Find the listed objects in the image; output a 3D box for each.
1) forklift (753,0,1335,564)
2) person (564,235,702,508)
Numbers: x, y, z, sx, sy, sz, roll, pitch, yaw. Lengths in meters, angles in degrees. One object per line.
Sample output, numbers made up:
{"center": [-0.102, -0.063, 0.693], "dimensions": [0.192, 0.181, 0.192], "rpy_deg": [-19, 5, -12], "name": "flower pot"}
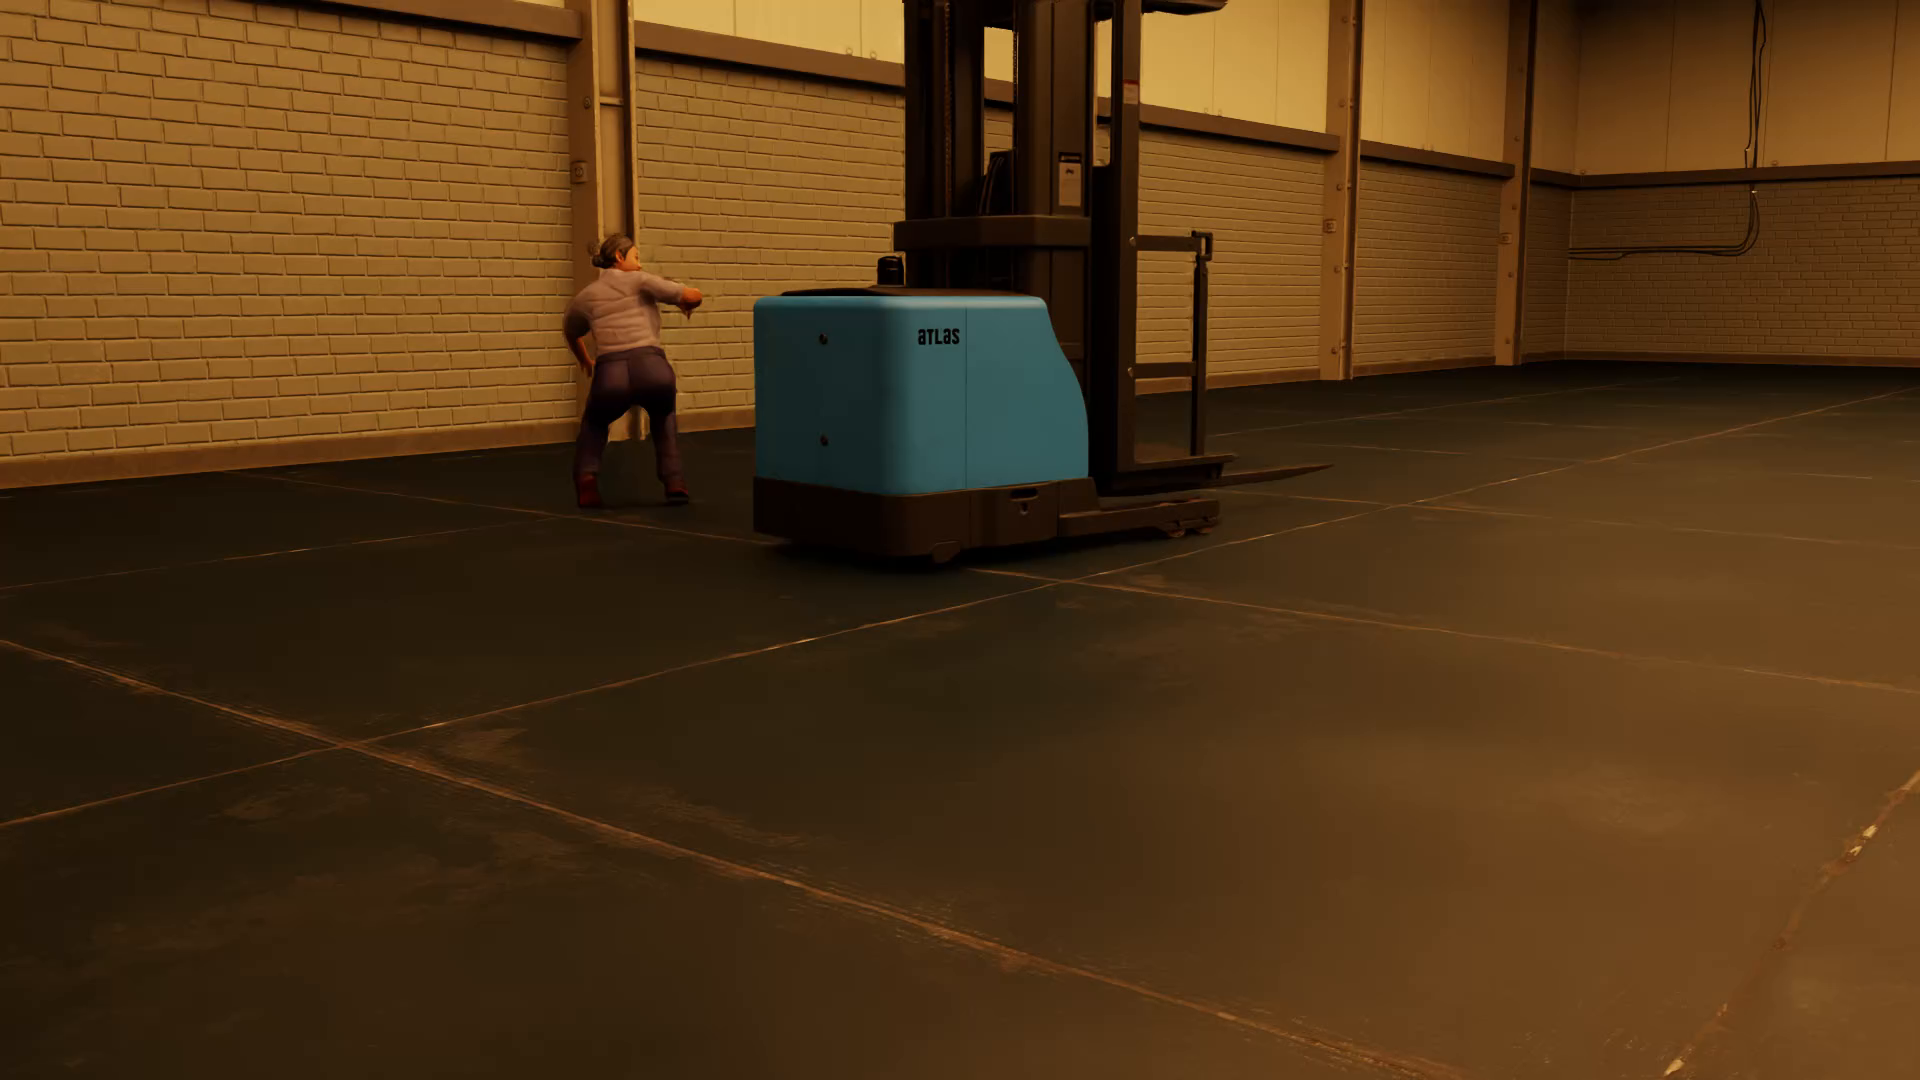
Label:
{"center": [0.555, -1.508, 7.586], "dimensions": [3.031, 2.935, 1.130], "rpy_deg": [-7, 11, -40], "name": "forklift"}
{"center": [-1.684, -0.859, 8.612], "dimensions": [0.739, 1.390, 0.882], "rpy_deg": [-1, 8, -4], "name": "person"}
